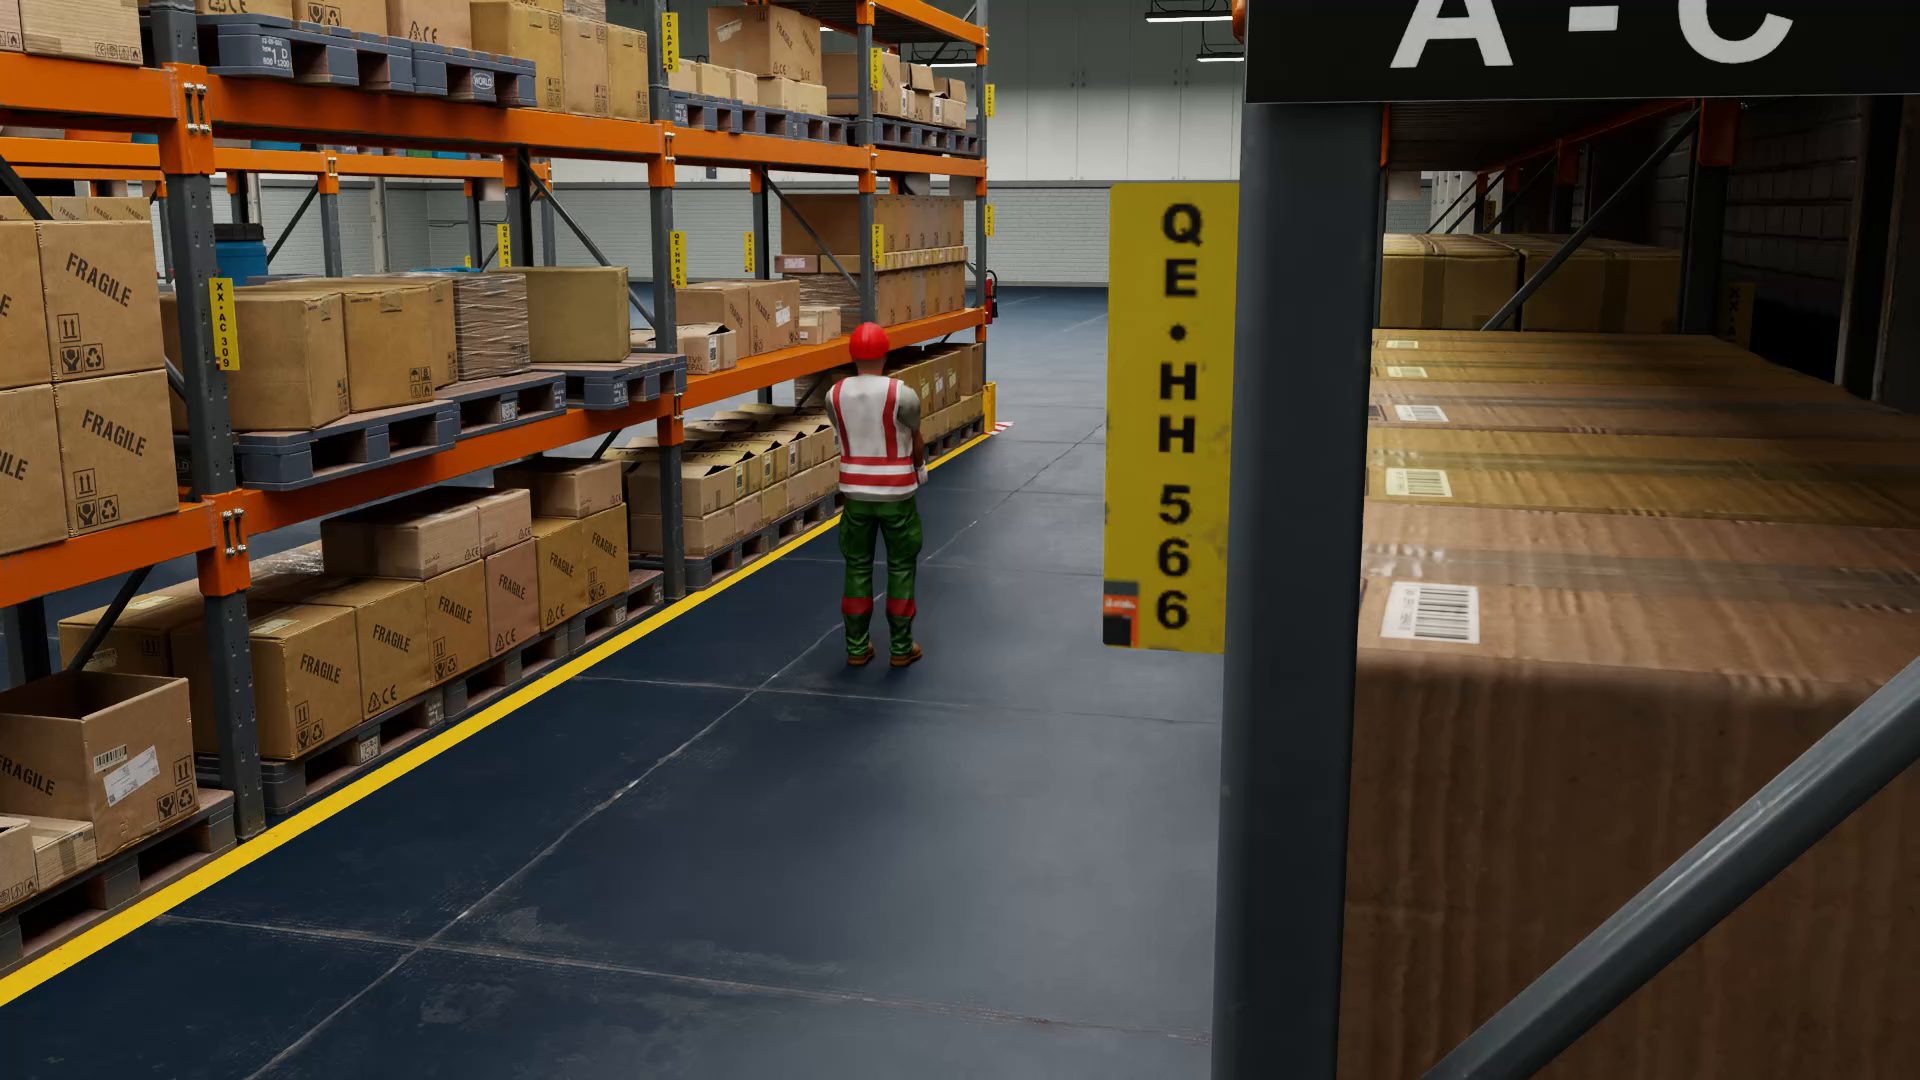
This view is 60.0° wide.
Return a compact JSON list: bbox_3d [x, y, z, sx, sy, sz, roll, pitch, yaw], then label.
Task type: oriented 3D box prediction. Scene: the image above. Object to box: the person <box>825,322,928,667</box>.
[{"bbox_3d":[-0.406,-0.245,8.620,0.494,1.782,0.573,3,12,14],"label":"person"}]
